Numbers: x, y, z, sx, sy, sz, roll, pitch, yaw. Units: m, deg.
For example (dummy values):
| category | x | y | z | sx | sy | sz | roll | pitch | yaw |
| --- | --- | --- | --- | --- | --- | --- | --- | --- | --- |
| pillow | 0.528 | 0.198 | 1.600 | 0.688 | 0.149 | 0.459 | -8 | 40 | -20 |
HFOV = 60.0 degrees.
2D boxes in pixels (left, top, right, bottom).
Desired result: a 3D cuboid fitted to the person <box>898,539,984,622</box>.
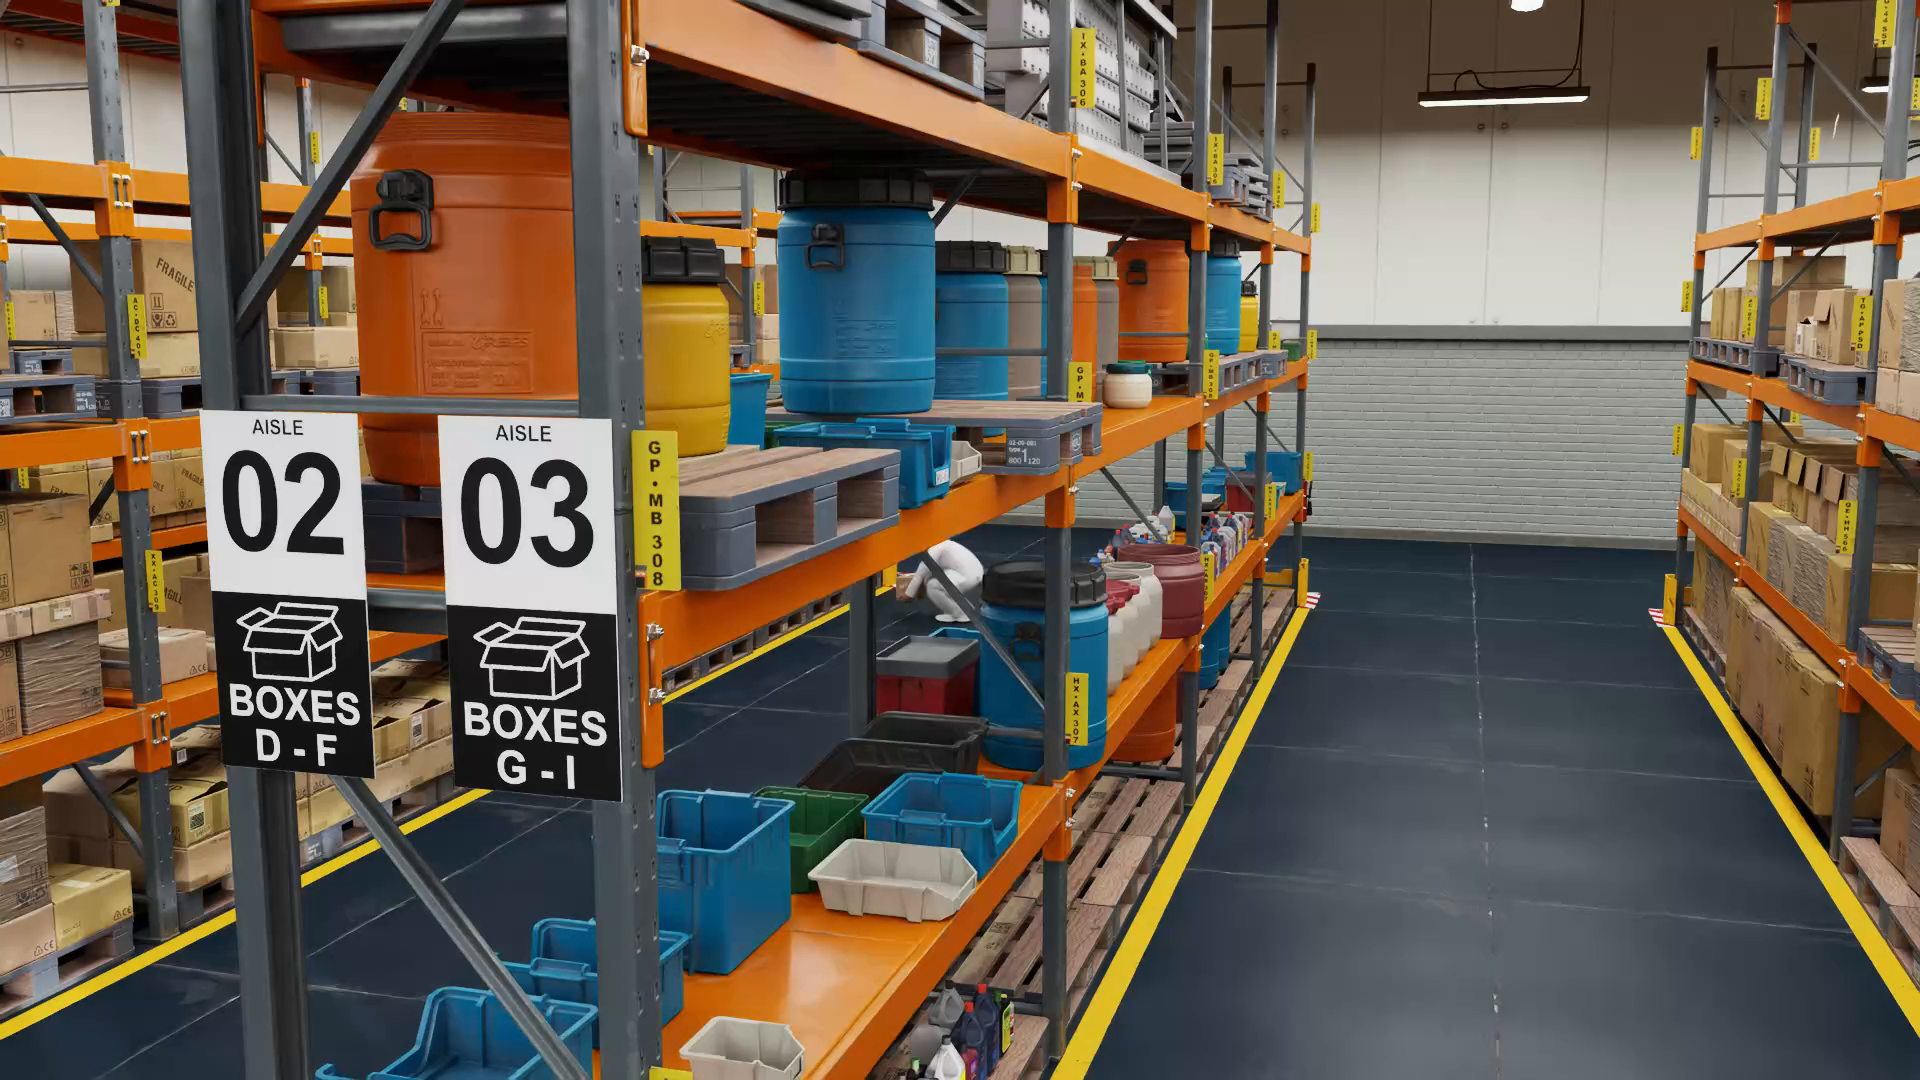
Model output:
| category | x | y | z | sx | sy | sz | roll | pitch | yaw |
| --- | --- | --- | --- | --- | --- | --- | --- | --- | --- |
| person | -0.197 | 0.367 | 18.081 | 0.938 | 1.000 | 0.577 | 2 | 8 | 15 |
